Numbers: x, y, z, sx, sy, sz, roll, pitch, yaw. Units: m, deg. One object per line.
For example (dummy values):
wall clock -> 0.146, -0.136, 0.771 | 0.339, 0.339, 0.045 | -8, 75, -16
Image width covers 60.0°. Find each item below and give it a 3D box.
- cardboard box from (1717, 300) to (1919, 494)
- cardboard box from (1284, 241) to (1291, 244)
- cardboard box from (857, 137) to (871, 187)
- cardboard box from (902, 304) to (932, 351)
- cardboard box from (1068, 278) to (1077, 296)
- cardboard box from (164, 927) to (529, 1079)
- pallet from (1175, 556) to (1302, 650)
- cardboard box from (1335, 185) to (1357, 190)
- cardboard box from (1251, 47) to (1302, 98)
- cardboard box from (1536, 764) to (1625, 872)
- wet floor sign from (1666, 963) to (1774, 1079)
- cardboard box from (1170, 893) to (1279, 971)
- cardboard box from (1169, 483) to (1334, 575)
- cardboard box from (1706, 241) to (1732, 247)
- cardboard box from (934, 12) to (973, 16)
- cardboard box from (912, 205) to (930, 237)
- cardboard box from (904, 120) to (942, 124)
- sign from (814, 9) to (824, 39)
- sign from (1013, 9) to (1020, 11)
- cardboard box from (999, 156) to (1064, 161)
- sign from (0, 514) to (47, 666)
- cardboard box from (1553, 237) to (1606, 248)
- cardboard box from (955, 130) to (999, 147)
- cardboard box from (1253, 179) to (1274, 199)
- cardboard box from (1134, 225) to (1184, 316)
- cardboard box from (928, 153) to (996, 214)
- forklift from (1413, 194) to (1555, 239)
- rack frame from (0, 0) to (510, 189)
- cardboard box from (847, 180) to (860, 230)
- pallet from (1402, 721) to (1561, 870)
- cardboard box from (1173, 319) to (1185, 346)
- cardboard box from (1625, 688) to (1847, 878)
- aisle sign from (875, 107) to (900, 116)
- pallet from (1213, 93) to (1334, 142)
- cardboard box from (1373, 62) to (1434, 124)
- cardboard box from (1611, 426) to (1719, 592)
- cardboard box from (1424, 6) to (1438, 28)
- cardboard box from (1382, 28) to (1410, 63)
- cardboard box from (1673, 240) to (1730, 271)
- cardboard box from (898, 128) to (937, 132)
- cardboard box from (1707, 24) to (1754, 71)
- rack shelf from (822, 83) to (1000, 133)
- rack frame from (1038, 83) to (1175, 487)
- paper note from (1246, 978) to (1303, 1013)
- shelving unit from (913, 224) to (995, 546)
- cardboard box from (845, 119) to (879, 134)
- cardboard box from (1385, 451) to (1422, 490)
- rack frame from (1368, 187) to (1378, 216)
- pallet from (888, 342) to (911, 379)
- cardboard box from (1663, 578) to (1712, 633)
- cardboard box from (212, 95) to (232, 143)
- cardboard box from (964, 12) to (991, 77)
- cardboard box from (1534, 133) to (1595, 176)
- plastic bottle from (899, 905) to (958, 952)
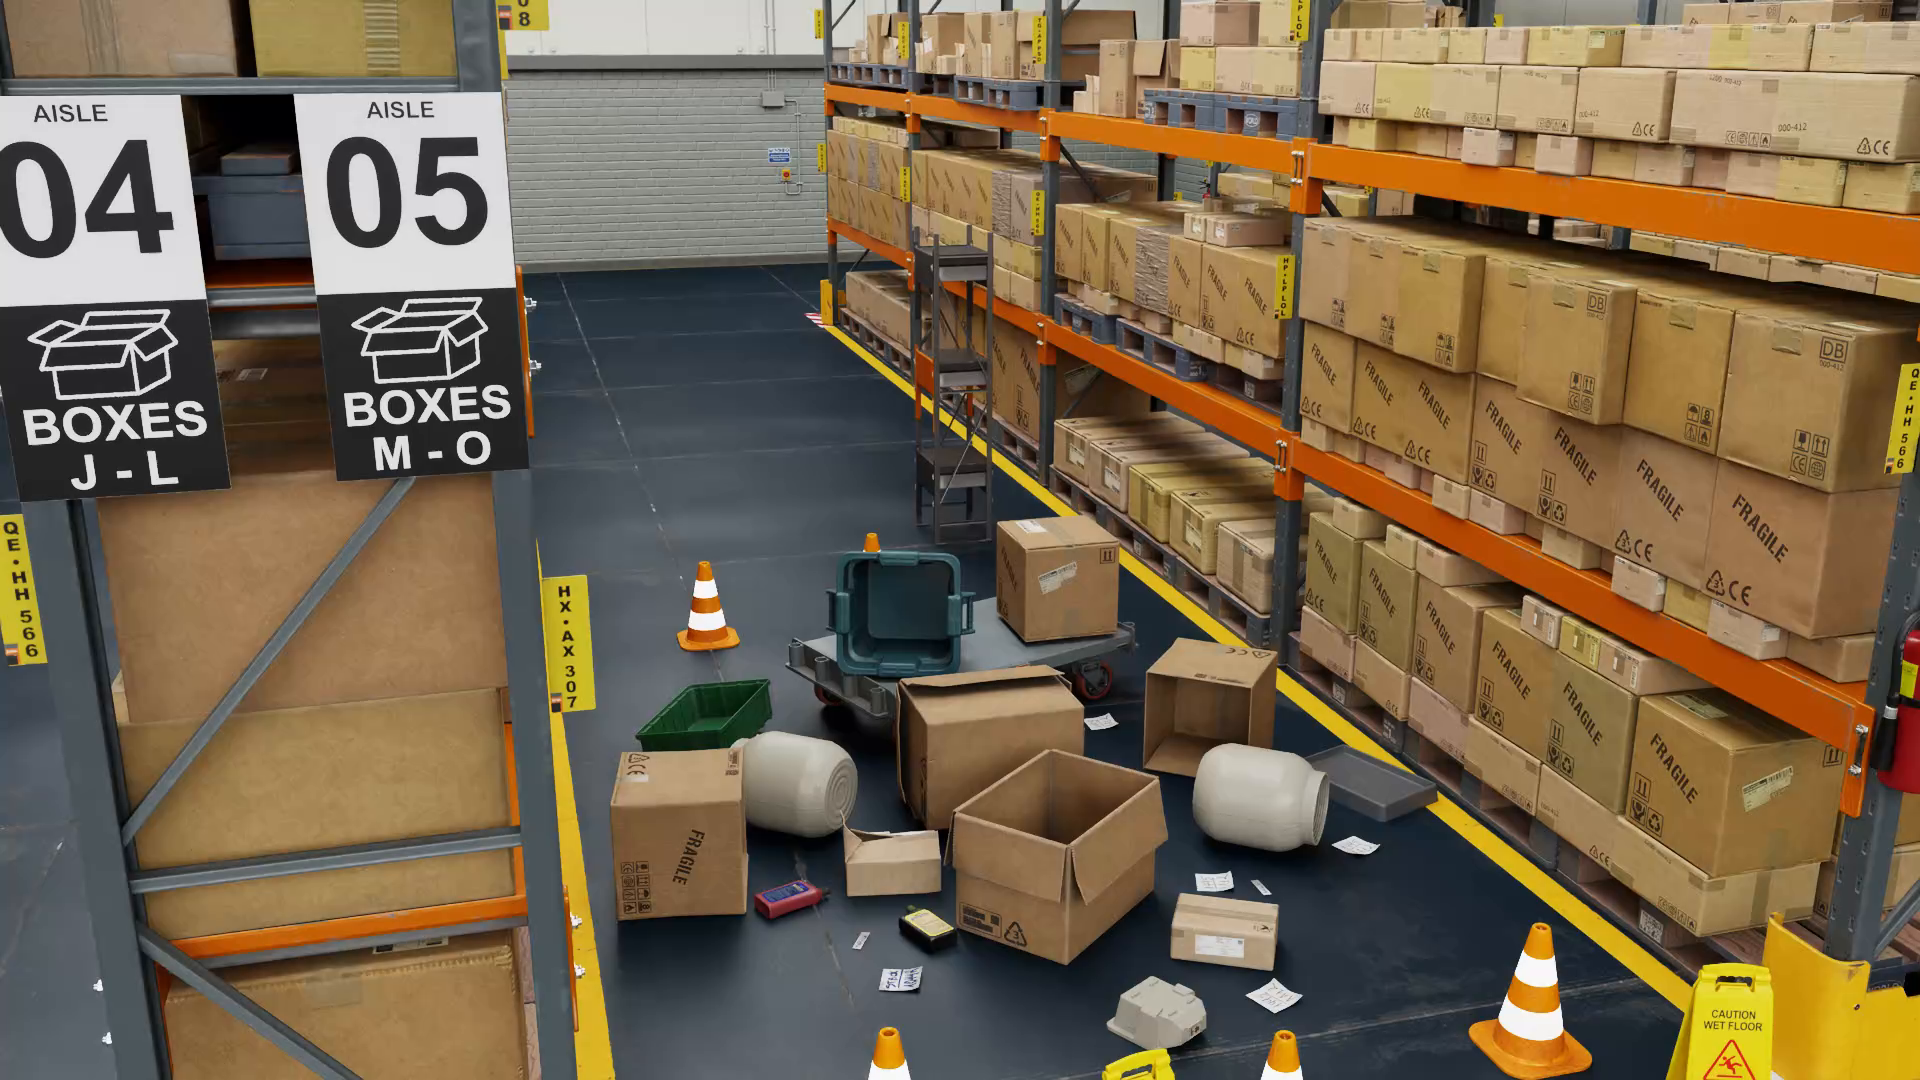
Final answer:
cardboard box -> 2.953, -0.479, 5.403 | 0.700, 0.500, 0.500 | -5, 17, -17
cardboard box -> 2.212, -1.474, 9.725 | 0.500, 0.500, 0.500 | -5, 17, -15
cardboard box -> -0.801, -4.061, 17.844 | 0.500, 0.500, 0.500 | -5, 17, -15
cardboard box -> -0.064, -2.161, 17.156 | 0.875, 0.438, 0.875 | -5, 17, -16
cardboard box -> 1.015, -1.875, 12.185 | 0.380, 0.149, 0.250 | -6, 18, -18
cardboard box -> -1.679, 1.368, 4.647 | 0.875, 0.875, 0.875 | -5, 17, -15
pallet -> 1.988, 0.328, 9.992 | 1.003, 0.211, 1.213 | -5, 17, -15
cardboard box -> 4.616, -3.908, 18.993 | 0.500, 0.250, 0.500 | -4, 17, -14
cardboard box -> 1.904, -2.508, 8.904 | 0.500, 0.250, 0.500 | -5, 17, -16
cardboard box -> 2.687, 1.084, 6.679 | 0.500, 0.250, 0.500 | -5, 17, -15
wet floor sign -> 2.326, 1.579, 5.073 | 0.267, 0.644, 0.232 | 1, 17, 4
cardboard box -> 1.001, 1.477, 6.276 | 0.380, 0.149, 0.250 | 4, 17, 13
cardboard box -> 1.856, -0.078, 10.335 | 0.950, 0.372, 0.625 | -4, 17, -12
cardboard box -> 5.934, -2.325, 12.676 | 0.380, 0.149, 0.250 | -4, 17, -15
cardboard box -> 0.045, -4.918, 16.317 | 0.500, 0.500, 0.500 | -4, 17, -14
cardboard box -> -0.145, -3.028, 15.711 | 0.500, 0.250, 0.500 | -5, 17, -17
cardboard box -> -0.400, -4.517, 18.235 | 0.380, 0.149, 0.250 | -4, 17, -14
sign -> -1.629, -5.962, 19.215 | 0.100, 0.325, 0.005 | -5, 17, -15
sign -> 0.524, -4.885, 15.842 | 0.100, 0.325, 0.005 | -5, 17, -15
cardboard box -> 0.639, -3.143, 14.791 | 0.500, 0.500, 0.500 | -4, 17, -14
sign -> -1.954, 0.105, 3.464 | 0.100, 0.325, 0.005 | -5, 17, -15
cardboard box -> 5.326, -2.524, 14.347 | 0.380, 0.149, 0.250 | -4, 17, -14
cardboard box -> 0.168, -3.950, 16.349 | 0.380, 0.149, 0.250 | -5, 17, -16
cardboard box -> 3.824, -4.149, 19.794 | 0.500, 0.250, 0.500 | -5, 17, -16
cardboard box -> 1.438, -1.718, 10.537 | 0.500, 0.500, 0.500 | -5, 18, -17
cardboard box -> 0.016, -3.249, 15.141 | 0.500, 0.500, 0.500 | -5, 17, -16
forklift -> 4.144, -1.843, 12.493 | 1.130, 2.935, 3.031 | -7, 18, -23
rack frame -> -1.429, -2.139, 2.932 | 1.000, 3.000, 0.127 | -5, 17, -15
cardboard box -> -0.950, -3.724, 18.461 | 0.500, 0.500, 0.500 | -5, 17, -16
pallet -> 2.761, 1.065, 7.541 | 1.003, 0.211, 1.213 | -5, 17, -15
cardboard box -> 1.530, -1.277, 10.195 | 0.380, 0.149, 0.250 | -5, 17, -15
cardboard box -> 2.832, 0.870, 6.087 | 0.500, 0.500, 0.500 | -5, 17, -15
aisle sign -> -0.816, -5.401, 19.698 | 0.394, 0.787, 0.004 | -5, 17, -15
pallet -> 2.136, -2.318, 9.066 | 1.213, 0.211, 1.003 | -5, 17, -15
cardboard box -> 2.212, -2.014, 7.472 | 0.500, 0.250, 0.500 | -5, 17, -16
cardboard box -> 2.756, -0.143, 6.023 | 0.500, 0.500, 0.500 | -5, 17, -15
cardboard box -> 4.524, -5.193, 16.609 | 0.396, 0.266, 0.258 | -5, 17, -16
cardboard box -> 2.140, -2.234, 7.511 | 0.380, 0.149, 0.250 | -5, 18, -17
cardboard box -> 5.899, -2.179, 12.883 | 0.500, 0.250, 0.500 | -4, 17, -14
cardboard box -> -0.413, -4.053, 16.693 | 0.380, 0.149, 0.250 | -5, 17, -15
cardboard box -> 2.784, -1.672, 5.640 | 0.380, 0.149, 0.250 | -5, 17, -15
rack shelf -> -0.545, -4.650, 17.755 | 1.077, 0.370, 4.000 | -5, 17, -15
rack frame -> 1.104, -1.898, 12.558 | 1.000, 3.000, 0.127 | -5, 17, -15
paper note -> 1.129, 1.632, 5.965 | 0.148, 0.019, 0.142 | -12, 20, -34
shelving unit -> -0.045, -1.051, 11.302 | 0.431, 2.100, 0.503 | -5, 17, -15
cardboard box -> -1.072, -4.609, 18.544 | 0.380, 0.149, 0.250 | -5, 18, -17
cardboard box -> 2.238, -0.351, 7.844 | 0.380, 0.149, 0.250 | -4, 17, -14
rack frame -> 4.777, -3.398, 17.551 | 1.000, 3.000, 0.127 | -5, 17, -15
pallet -> -0.129, -1.886, 17.363 | 1.003, 0.211, 1.213 | -5, 17, -15
cardboard box -> 2.768, 0.214, 5.961 | 0.380, 0.149, 0.250 | -5, 17, -16
cardboard box -> -1.986, -1.037, 4.010 | 0.380, 0.149, 0.250 | -4, 17, -14
cardboard box -> 0.341, -4.049, 13.598 | 0.500, 0.500, 0.500 | -5, 17, -15
cardboard box -> 2.471, -1.500, 6.453 | 0.380, 0.149, 0.250 | -5, 17, -16
plastic bottle -> -0.143, 1.487, 6.397 | 0.133, 0.061, 0.283 | -12, 20, -34
